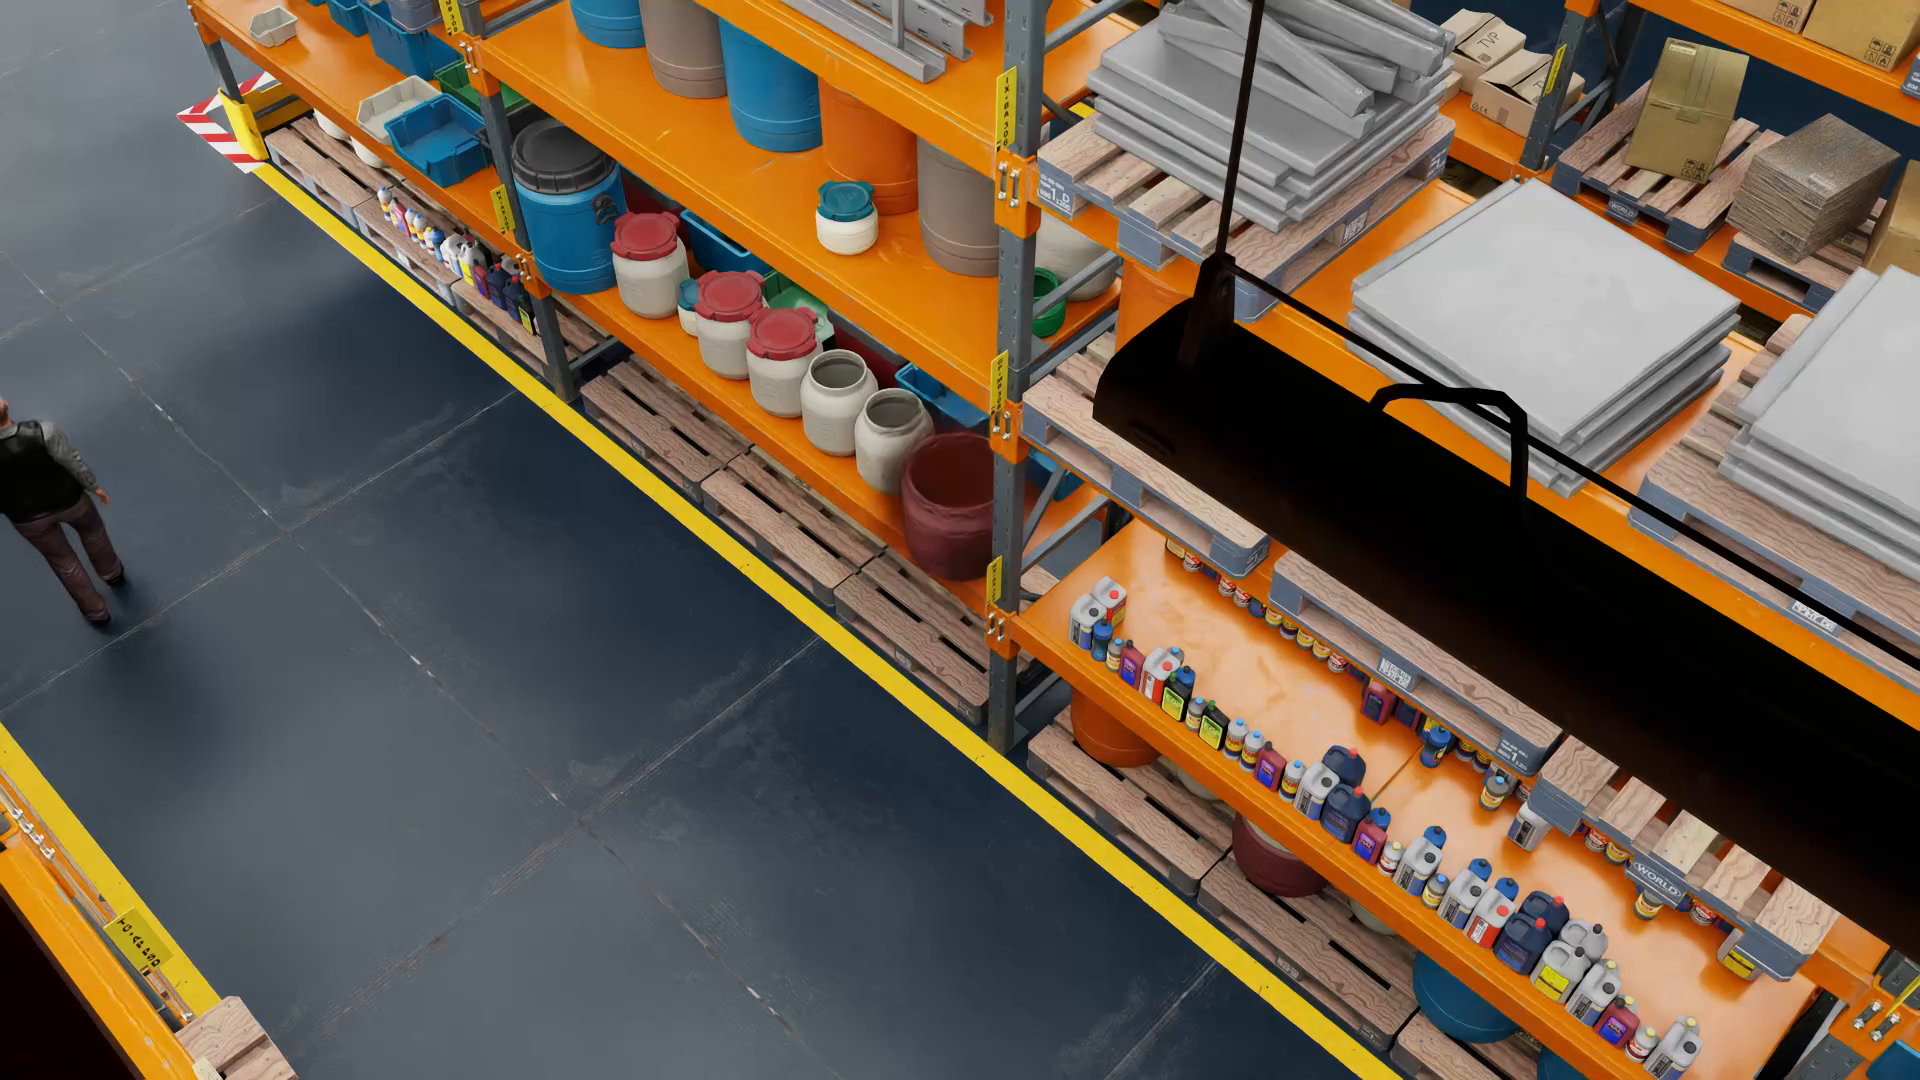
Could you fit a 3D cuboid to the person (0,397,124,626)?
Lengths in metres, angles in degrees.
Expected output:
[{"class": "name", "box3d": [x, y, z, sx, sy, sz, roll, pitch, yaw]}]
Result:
[{"class": "person", "box3d": [-5.199, -0.220, 9.475, 0.592, 1.761, 0.595, -25, 54, -19]}]
